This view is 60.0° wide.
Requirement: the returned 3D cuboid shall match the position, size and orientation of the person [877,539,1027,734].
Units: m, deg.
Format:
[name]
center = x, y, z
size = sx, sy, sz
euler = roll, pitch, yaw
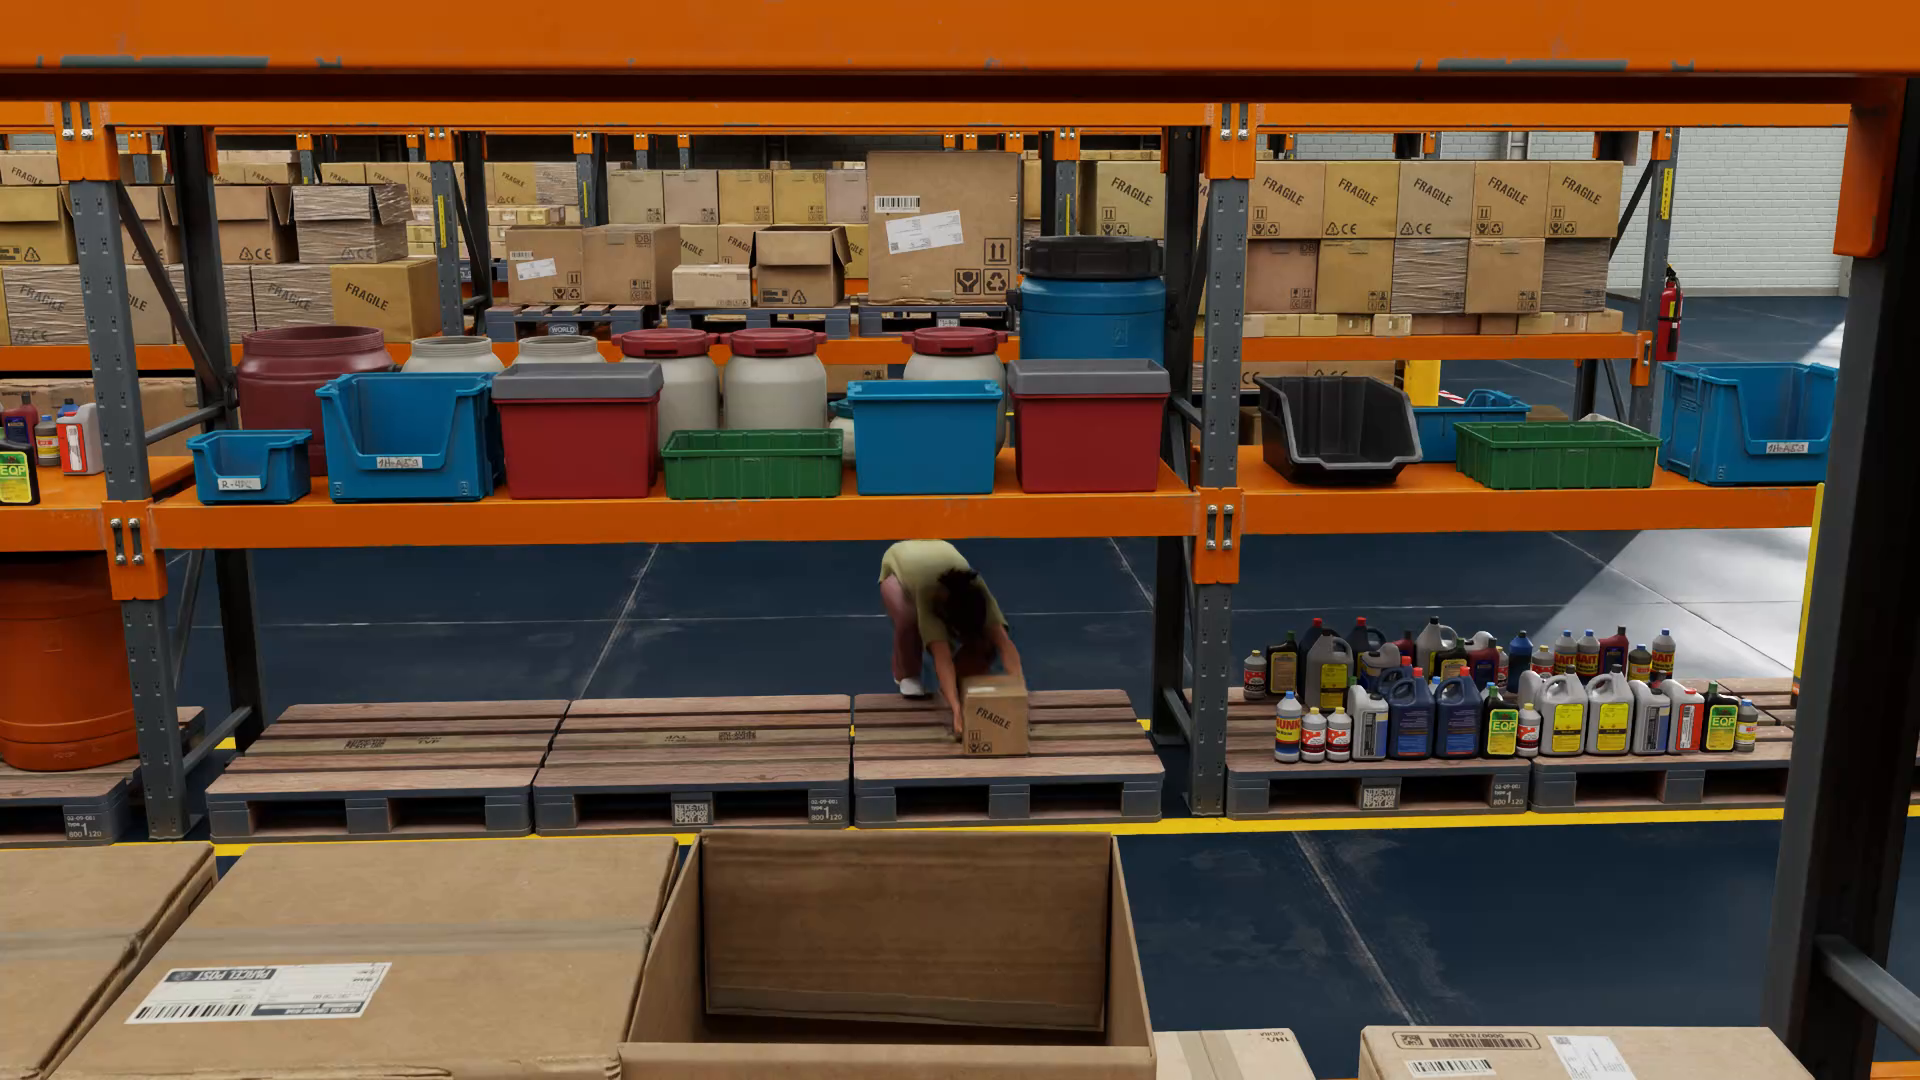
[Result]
[person]
center = -0.030, 0.495, 7.143
size = 0.488, 0.868, 1.132
euler = -5, 15, -21
